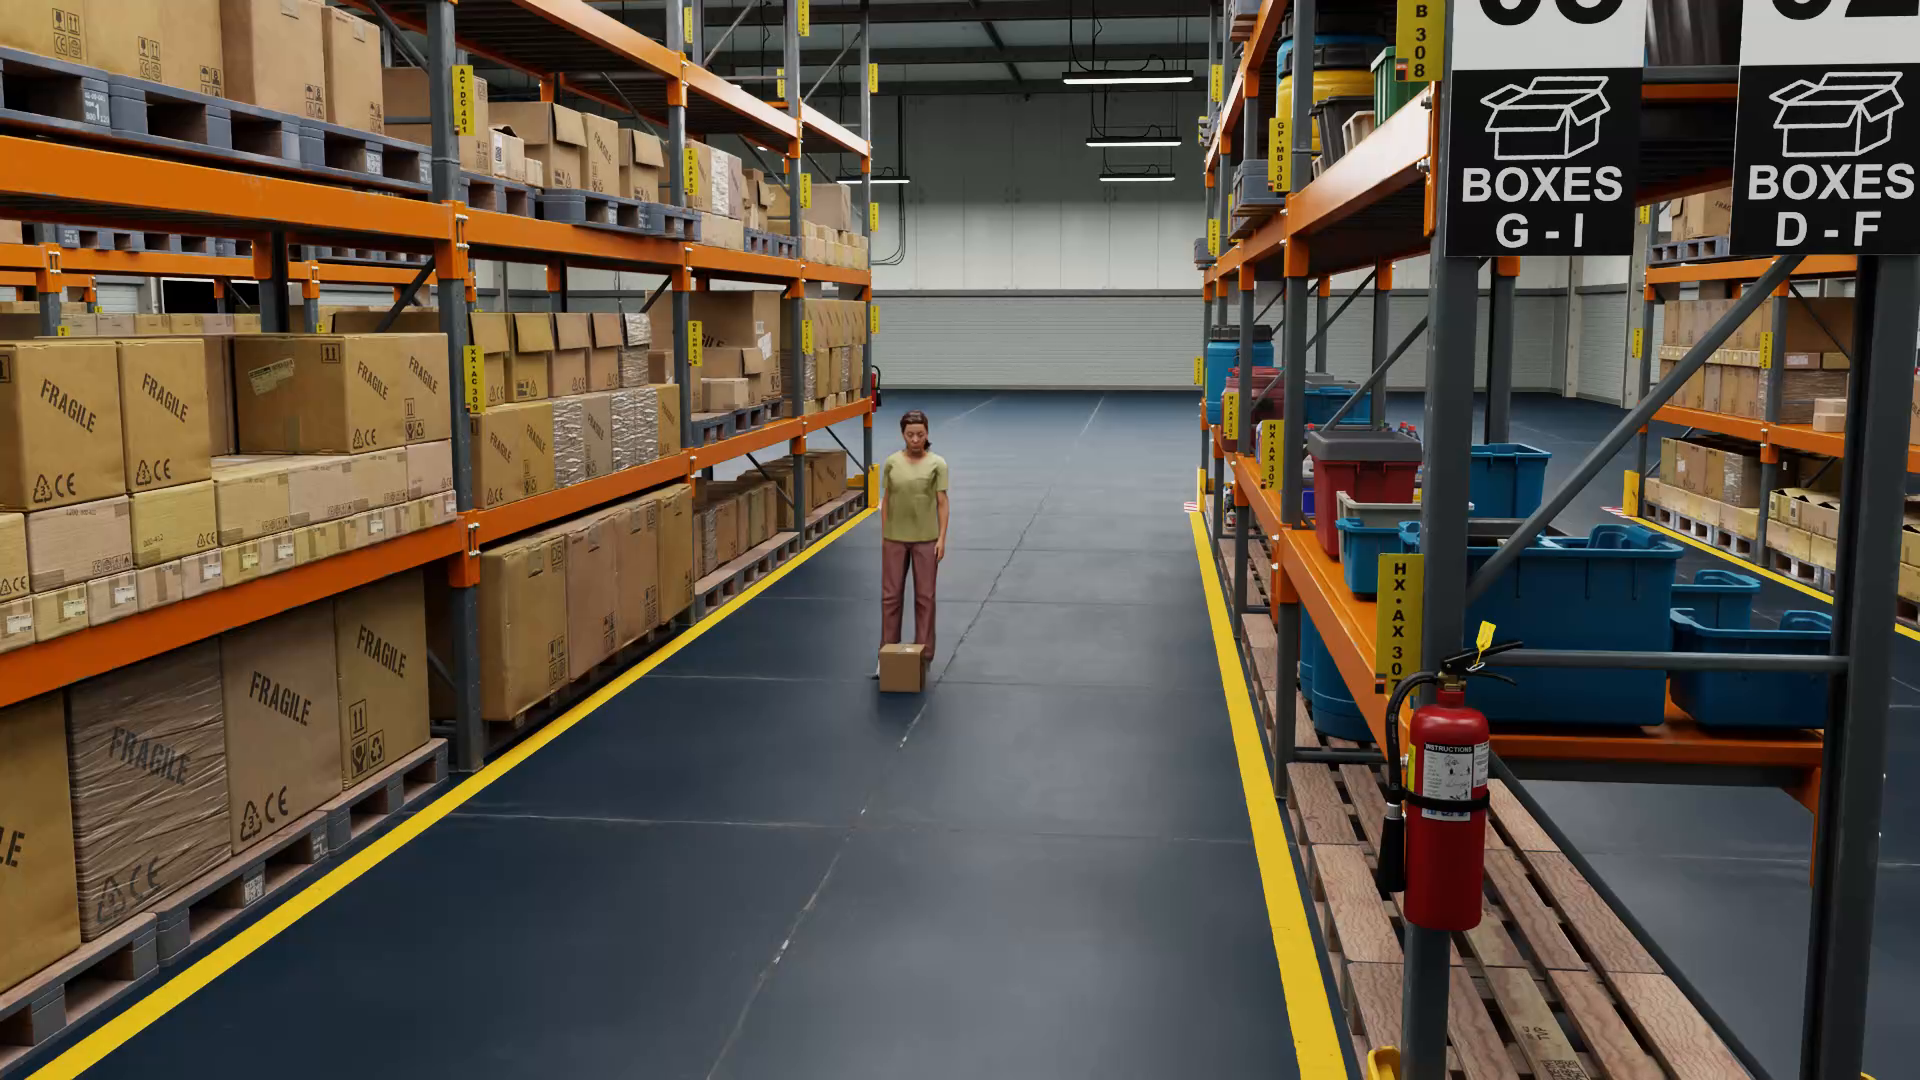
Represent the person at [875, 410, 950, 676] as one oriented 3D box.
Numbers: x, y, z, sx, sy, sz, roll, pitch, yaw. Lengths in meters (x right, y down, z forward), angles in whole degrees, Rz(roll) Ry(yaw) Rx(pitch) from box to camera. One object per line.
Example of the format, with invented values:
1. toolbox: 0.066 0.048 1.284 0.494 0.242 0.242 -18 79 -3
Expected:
1. person: -0.301 0.016 10.608 0.451 1.684 0.433 1 8 6
